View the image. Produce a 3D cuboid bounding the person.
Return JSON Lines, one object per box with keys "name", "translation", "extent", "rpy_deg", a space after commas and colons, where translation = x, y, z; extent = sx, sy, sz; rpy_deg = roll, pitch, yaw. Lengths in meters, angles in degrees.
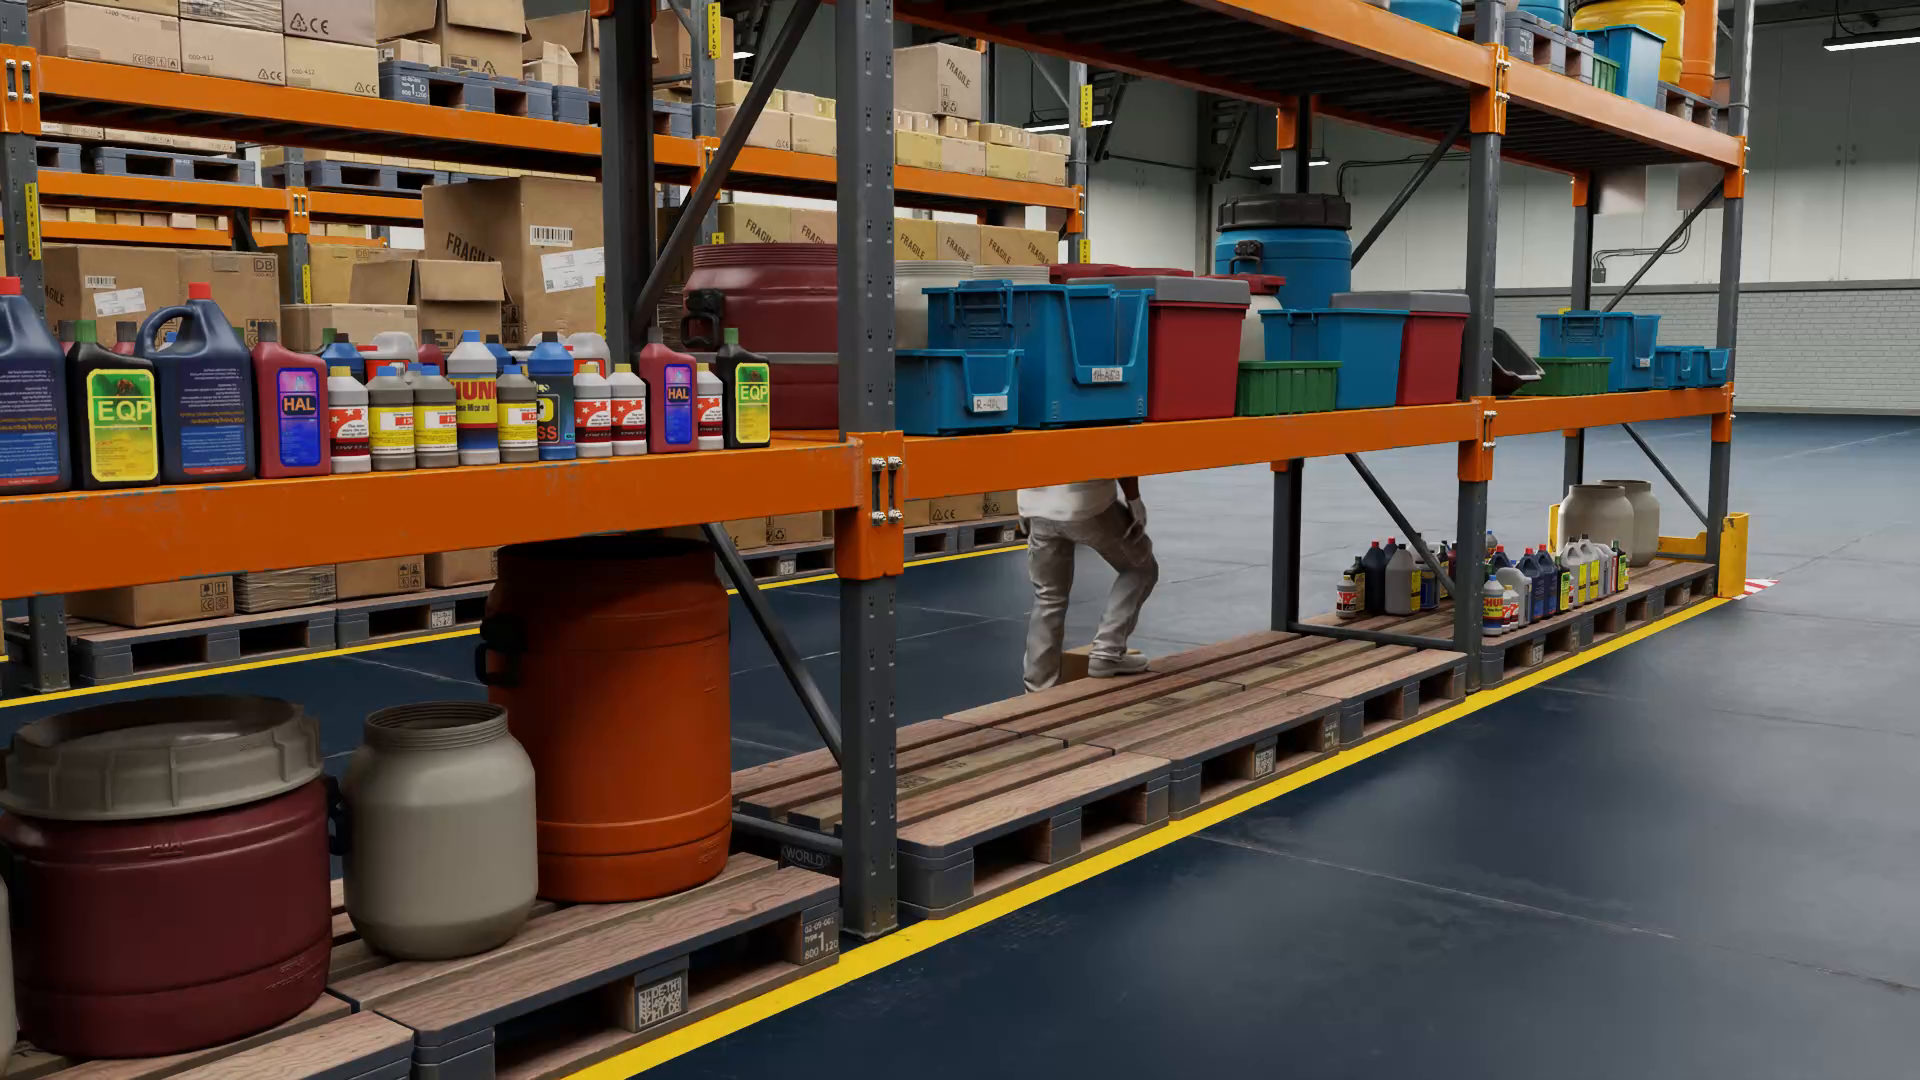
{"name": "person", "translation": [0.494, -0.142, 6.872], "extent": [0.606, 1.782, 0.524], "rpy_deg": [5, 8, 37]}
